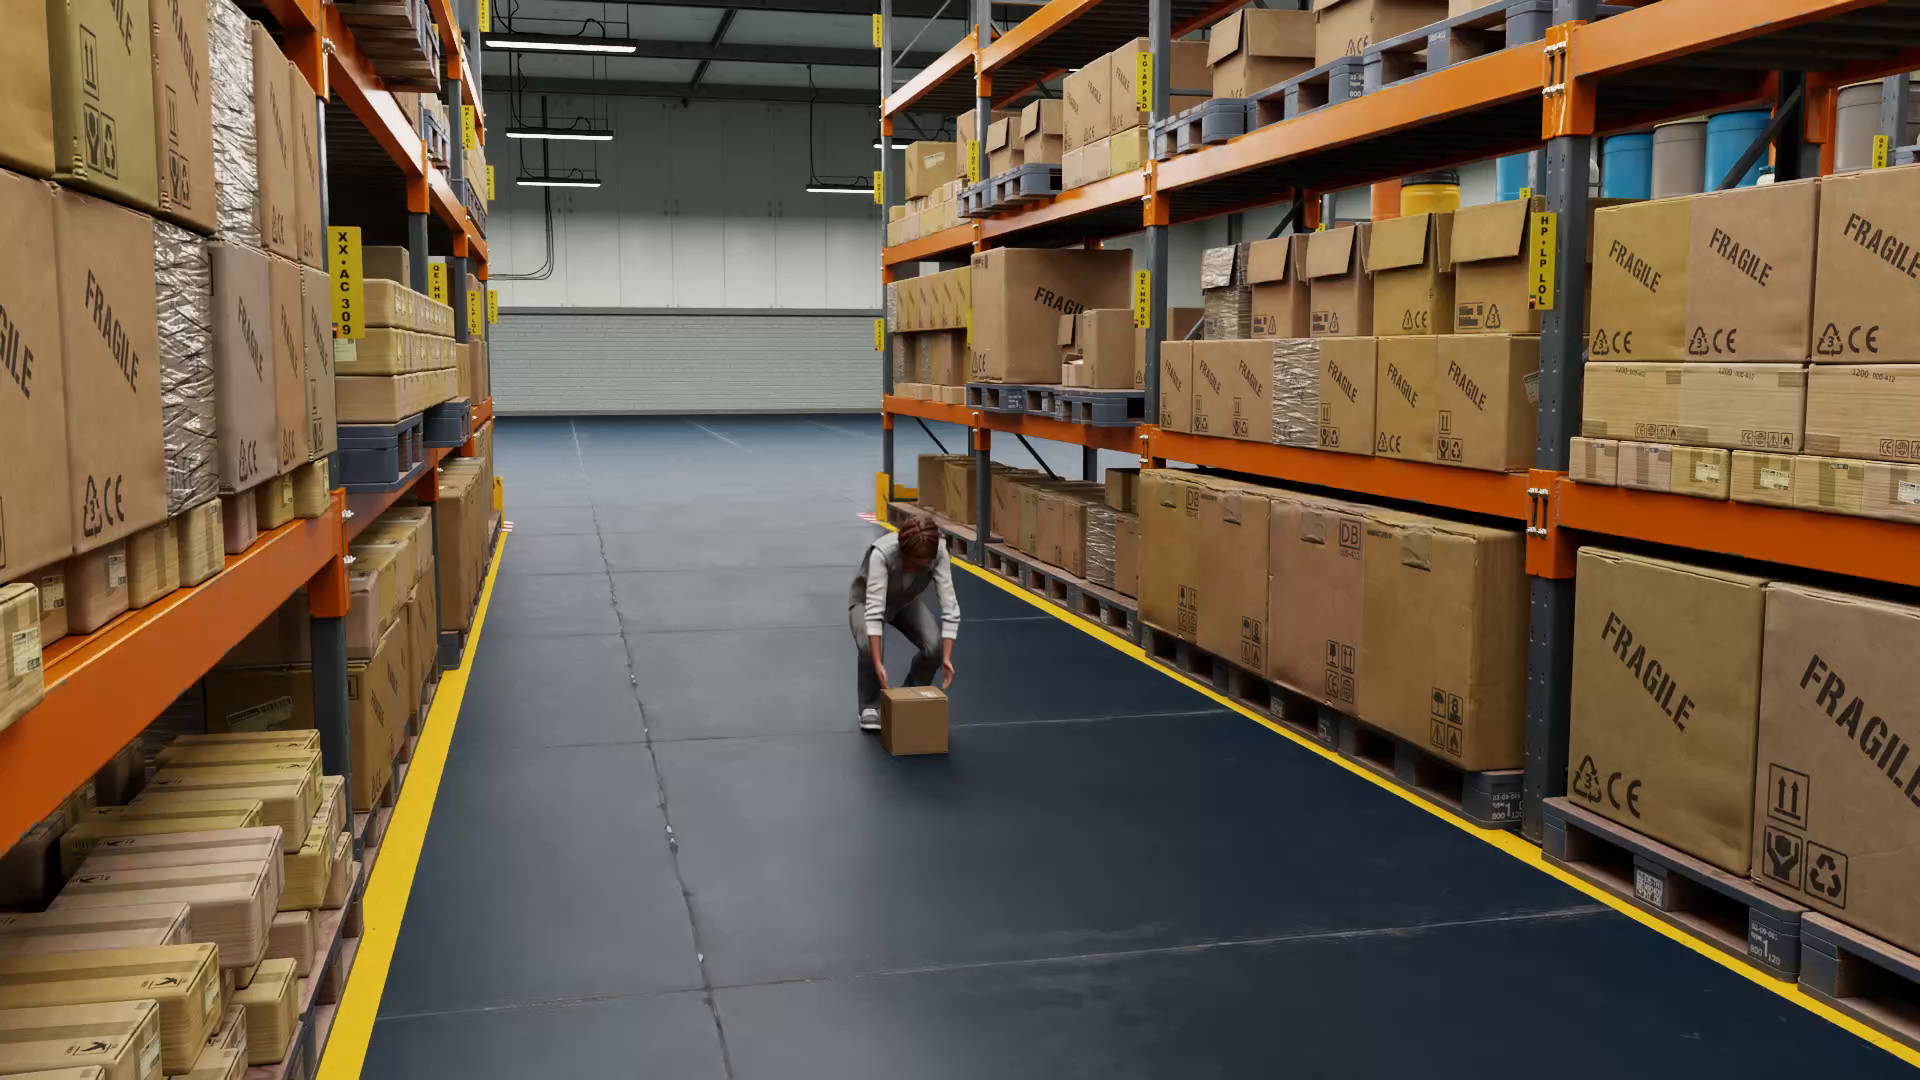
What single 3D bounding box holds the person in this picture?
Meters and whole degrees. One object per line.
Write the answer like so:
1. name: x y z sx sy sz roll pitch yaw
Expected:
1. person: -0.266 0.370 7.655 0.456 1.022 0.769 -2 7 -14
